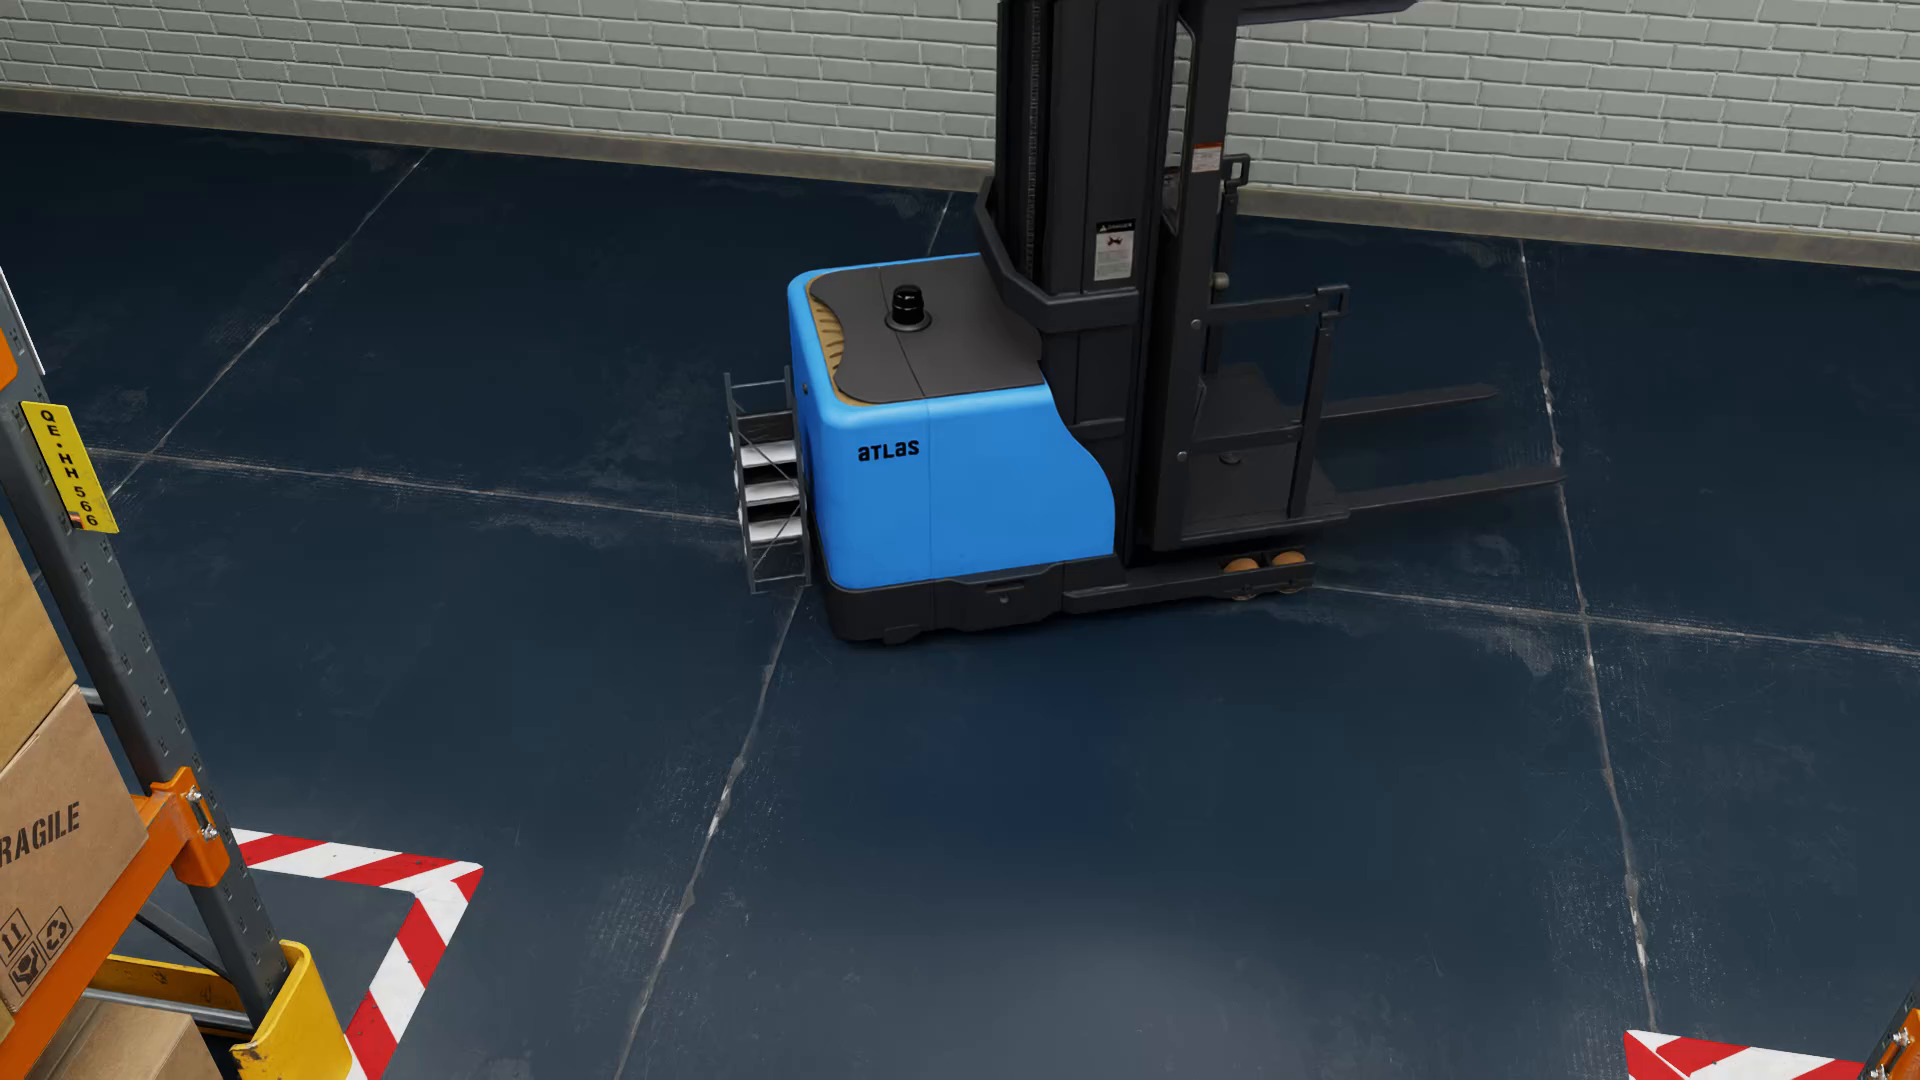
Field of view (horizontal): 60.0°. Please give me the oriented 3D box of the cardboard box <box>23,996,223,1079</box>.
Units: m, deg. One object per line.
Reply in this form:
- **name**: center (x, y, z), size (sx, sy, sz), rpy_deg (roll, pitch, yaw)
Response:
- **cardboard box**: center (-2.220, 1.511, 4.184), size (0.500, 0.500, 0.500), rpy_deg (6, 40, 8)

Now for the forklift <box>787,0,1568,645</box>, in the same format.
- **forklift**: center (0.905, -1.217, 5.921), size (3.031, 2.935, 1.130), rpy_deg (-8, 40, -9)

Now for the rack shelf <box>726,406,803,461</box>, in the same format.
- **rack shelf**: center (-0.723, -0.397, 6.152), size (0.258, 0.077, 0.200), rpy_deg (-8, 40, -9)

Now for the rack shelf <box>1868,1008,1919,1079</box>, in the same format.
- **rack shelf**: center (2.164, 2.430, 2.021), size (1.077, 0.370, 4.000), rpy_deg (6, 40, 8)

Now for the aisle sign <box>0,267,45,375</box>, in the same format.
- **aisle sign**: center (-2.055, -0.662, 3.156), size (0.394, 0.787, 0.004), rpy_deg (6, 40, 8)

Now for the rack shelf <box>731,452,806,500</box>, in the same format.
- **rack shelf**: center (-0.722, -0.258, 6.266), size (0.258, 0.077, 0.200), rpy_deg (-8, 40, -9)

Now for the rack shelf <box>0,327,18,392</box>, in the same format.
- **rack shelf**: center (-2.714, 0.725, 1.729), size (1.077, 0.370, 4.000), rpy_deg (6, 40, 8)

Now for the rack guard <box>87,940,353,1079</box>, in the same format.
- **rack guard**: center (-2.382, 1.360, 4.713), size (1.175, 0.500, 0.348), rpy_deg (6, 40, 8)

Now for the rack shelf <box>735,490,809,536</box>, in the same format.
- **rack shelf**: center (-0.722, -0.119, 6.381), size (0.258, 0.077, 0.200), rpy_deg (-8, 40, -9)

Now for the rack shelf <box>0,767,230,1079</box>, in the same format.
- **rack shelf**: center (-2.714, 1.881, 2.685), size (1.077, 0.370, 4.000), rpy_deg (6, 40, 8)

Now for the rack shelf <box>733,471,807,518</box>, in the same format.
- **rack shelf**: center (-0.722, -0.189, 6.324), size (0.258, 0.077, 0.200), rpy_deg (-8, 40, -9)

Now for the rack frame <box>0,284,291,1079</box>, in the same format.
- **rack frame**: center (-2.368, 0.349, 3.974), size (1.000, 3.000, 0.127), rpy_deg (6, 40, 8)

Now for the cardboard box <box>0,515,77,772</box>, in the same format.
- **cardboard box**: center (-2.175, 0.235, 3.249), size (0.500, 0.500, 0.500), rpy_deg (6, 40, 7)

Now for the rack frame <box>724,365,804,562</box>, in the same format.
- **rack frame**: center (-0.744, -0.278, 6.379), size (0.240, 0.900, 0.006), rpy_deg (-8, 40, -9)

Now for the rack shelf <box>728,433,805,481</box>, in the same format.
- **rack shelf**: center (-0.723, -0.327, 6.209), size (0.258, 0.077, 0.200), rpy_deg (-8, 40, -9)

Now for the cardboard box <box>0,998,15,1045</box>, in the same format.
- **cardboard box**: center (-2.264, 0.948, 3.171), size (0.500, 0.500, 0.500), rpy_deg (7, 40, 8)

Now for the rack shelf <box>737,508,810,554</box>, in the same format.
- **rack shelf**: center (-0.722, -0.050, 6.439), size (0.258, 0.077, 0.200), rpy_deg (-8, 40, -9)

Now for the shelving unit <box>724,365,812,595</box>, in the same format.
- **shelving unit**: center (-0.722, -0.214, 6.303), size (0.258, 0.900, 0.210), rpy_deg (-8, 40, -9)

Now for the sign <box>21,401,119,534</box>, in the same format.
- **sign**: center (-1.825, -0.145, 3.415), size (0.100, 0.325, 0.005), rpy_deg (6, 40, 8)

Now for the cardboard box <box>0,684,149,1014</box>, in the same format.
- **cardboard box**: center (-2.178, 0.622, 3.566), size (0.500, 0.500, 0.500), rpy_deg (8, 40, 9)

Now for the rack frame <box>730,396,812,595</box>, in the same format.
- **rack frame**: center (-0.701, -0.151, 6.226), size (0.240, 0.900, 0.006), rpy_deg (-8, 40, -9)
